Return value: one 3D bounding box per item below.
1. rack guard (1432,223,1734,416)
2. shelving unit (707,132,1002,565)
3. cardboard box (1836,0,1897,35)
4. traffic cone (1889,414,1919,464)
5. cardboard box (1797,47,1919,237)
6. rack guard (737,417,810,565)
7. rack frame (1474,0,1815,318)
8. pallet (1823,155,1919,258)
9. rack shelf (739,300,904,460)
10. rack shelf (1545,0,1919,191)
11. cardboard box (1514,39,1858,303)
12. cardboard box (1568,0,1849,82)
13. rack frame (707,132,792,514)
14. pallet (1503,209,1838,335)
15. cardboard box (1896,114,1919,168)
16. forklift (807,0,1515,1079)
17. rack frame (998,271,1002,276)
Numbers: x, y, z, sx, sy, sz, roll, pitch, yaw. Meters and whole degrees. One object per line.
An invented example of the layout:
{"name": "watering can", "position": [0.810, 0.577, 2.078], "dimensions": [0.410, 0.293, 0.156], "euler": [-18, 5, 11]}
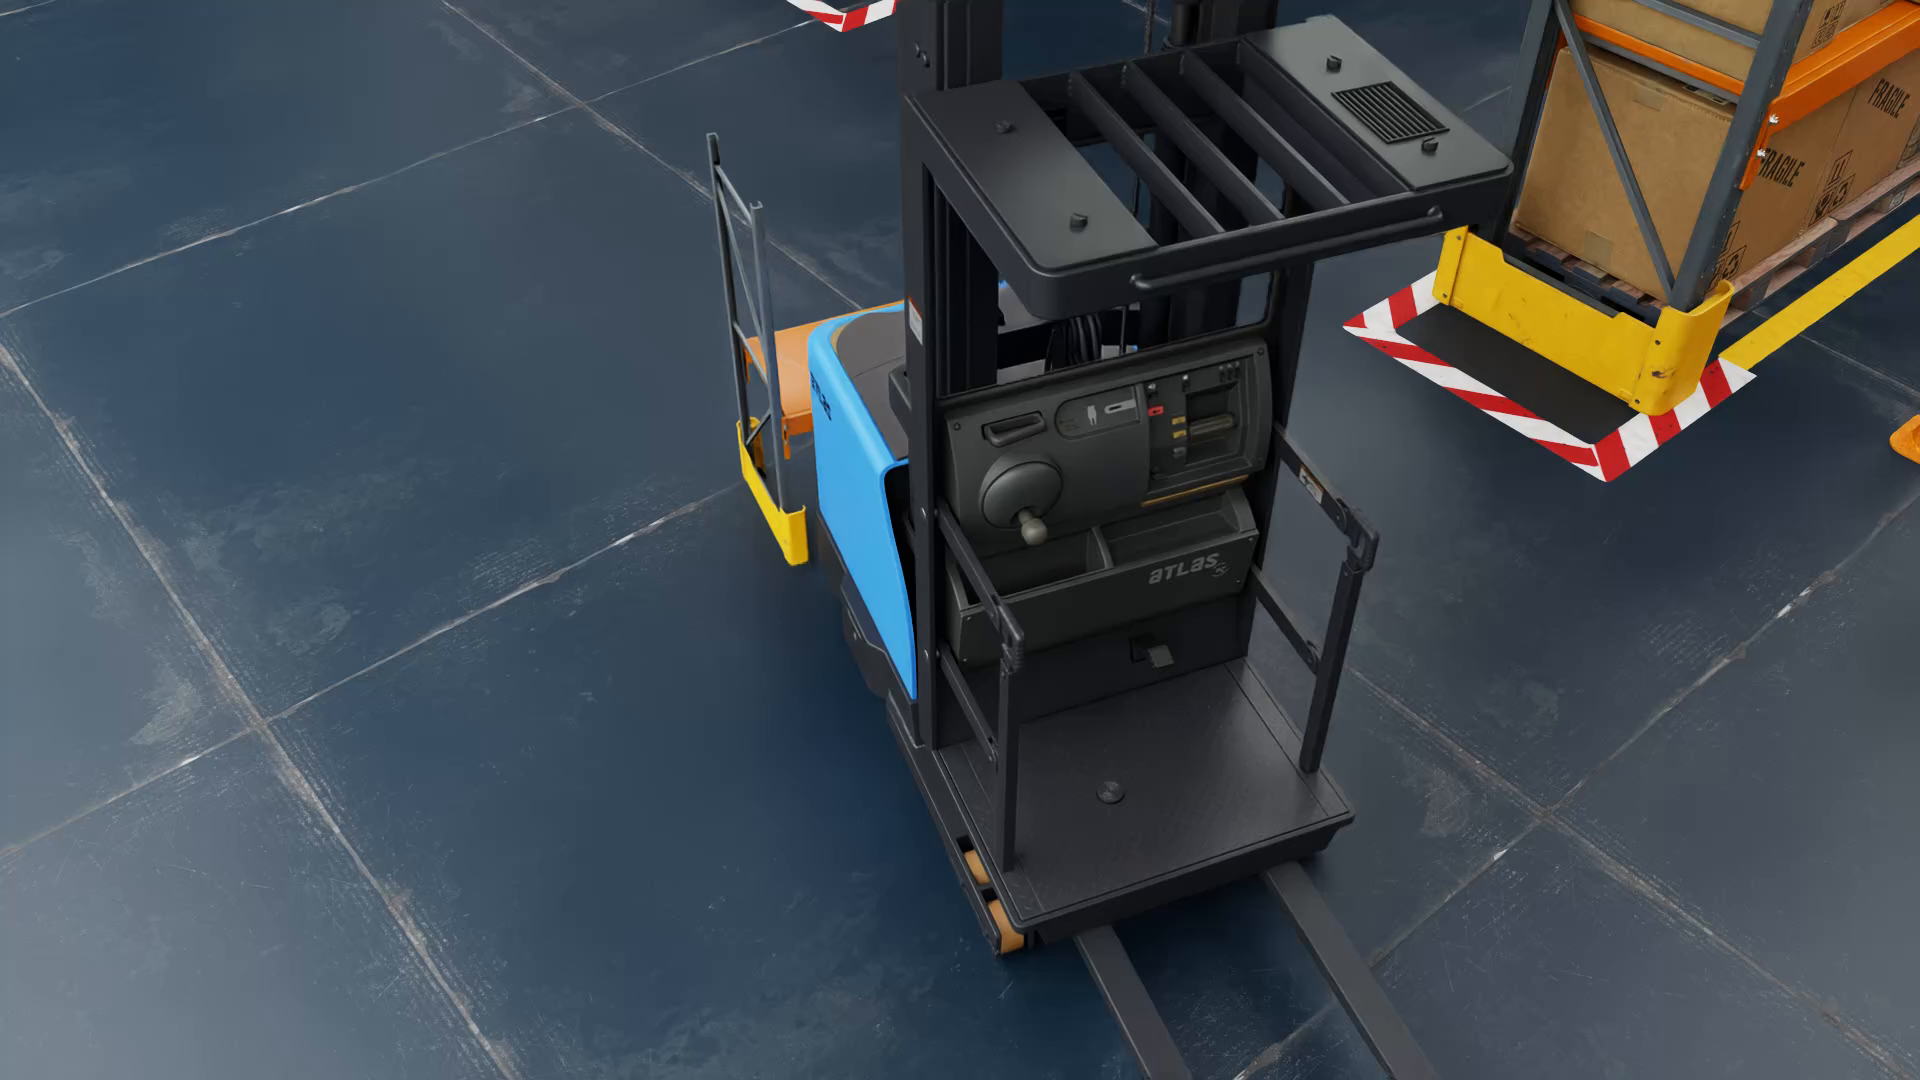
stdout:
{"name": "rack guard", "position": [2.586, -1.051, 7.004], "dimensions": [0.348, 0.500, 1.175], "euler": [-30, 51, -28]}
{"name": "shelving unit", "position": [-0.249, -0.780, 5.985], "dimensions": [1.083, 1.500, 0.587], "euler": [-16, 46, -17]}
{"name": "cardboard box", "position": [3.268, -2.468, 6.577], "dimensions": [0.550, 0.550, 0.875], "euler": [-30, 51, -28]}
{"name": "traffic cone", "position": [3.923, -0.536, 6.483], "dimensions": [0.334, 0.463, 0.336], "euler": [-30, 51, -28]}
{"name": "cardboard box", "position": [3.756, -2.072, 7.510], "dimensions": [0.875, 0.875, 0.875], "euler": [-31, 51, -28]}
{"name": "rack guard", "position": [-0.706, -0.189, 6.269], "dimensions": [0.087, 0.250, 0.587], "euler": [-16, 46, -17]}
{"name": "rack frame", "position": [2.604, -1.973, 6.160], "dimensions": [0.127, 3.000, 1.000], "euler": [-30, 51, -28]}
{"name": "pallet", "position": [4.103, -1.882, 8.100], "dimensions": [1.213, 0.211, 1.003], "euler": [-30, 51, -28]}
{"name": "rack shelf", "position": [-0.257, -0.646, 6.105], "dimensions": [1.000, 0.185, 0.538], "euler": [-16, 46, -17]}
{"name": "rack shelf", "position": [4.138, -2.589, 7.341], "dimensions": [4.000, 0.370, 1.077], "euler": [-30, 51, -28]}
{"name": "cardboard box", "position": [3.082, -1.684, 7.098], "dimensions": [0.875, 0.875, 0.875], "euler": [-29, 51, -28]}
{"name": "cardboard box", "position": [2.860, -2.215, 6.307], "dimensions": [0.550, 0.550, 0.875], "euler": [-30, 51, -28]}
{"name": "rack frame", "position": [-0.724, -0.639, 5.835], "dimensions": [0.032, 1.500, 0.500], "euler": [-16, 46, -17]}
{"name": "pallet", "position": [3.168, -1.349, 7.532], "dimensions": [1.213, 0.211, 1.003], "euler": [-30, 51, -28]}
{"name": "cardboard box", "position": [4.456, -2.471, 7.935], "dimensions": [0.875, 0.875, 0.875], "euler": [-29, 51, -28]}
{"name": "forklift", "position": [0.490, -0.173, 4.293], "dimensions": [1.130, 2.935, 3.031], "euler": [-15, 45, -15]}
{"name": "rack frame", "position": [0.209, -0.916, 6.129], "dimensions": [0.032, 1.500, 0.500], "euler": [-16, 46, -17]}
